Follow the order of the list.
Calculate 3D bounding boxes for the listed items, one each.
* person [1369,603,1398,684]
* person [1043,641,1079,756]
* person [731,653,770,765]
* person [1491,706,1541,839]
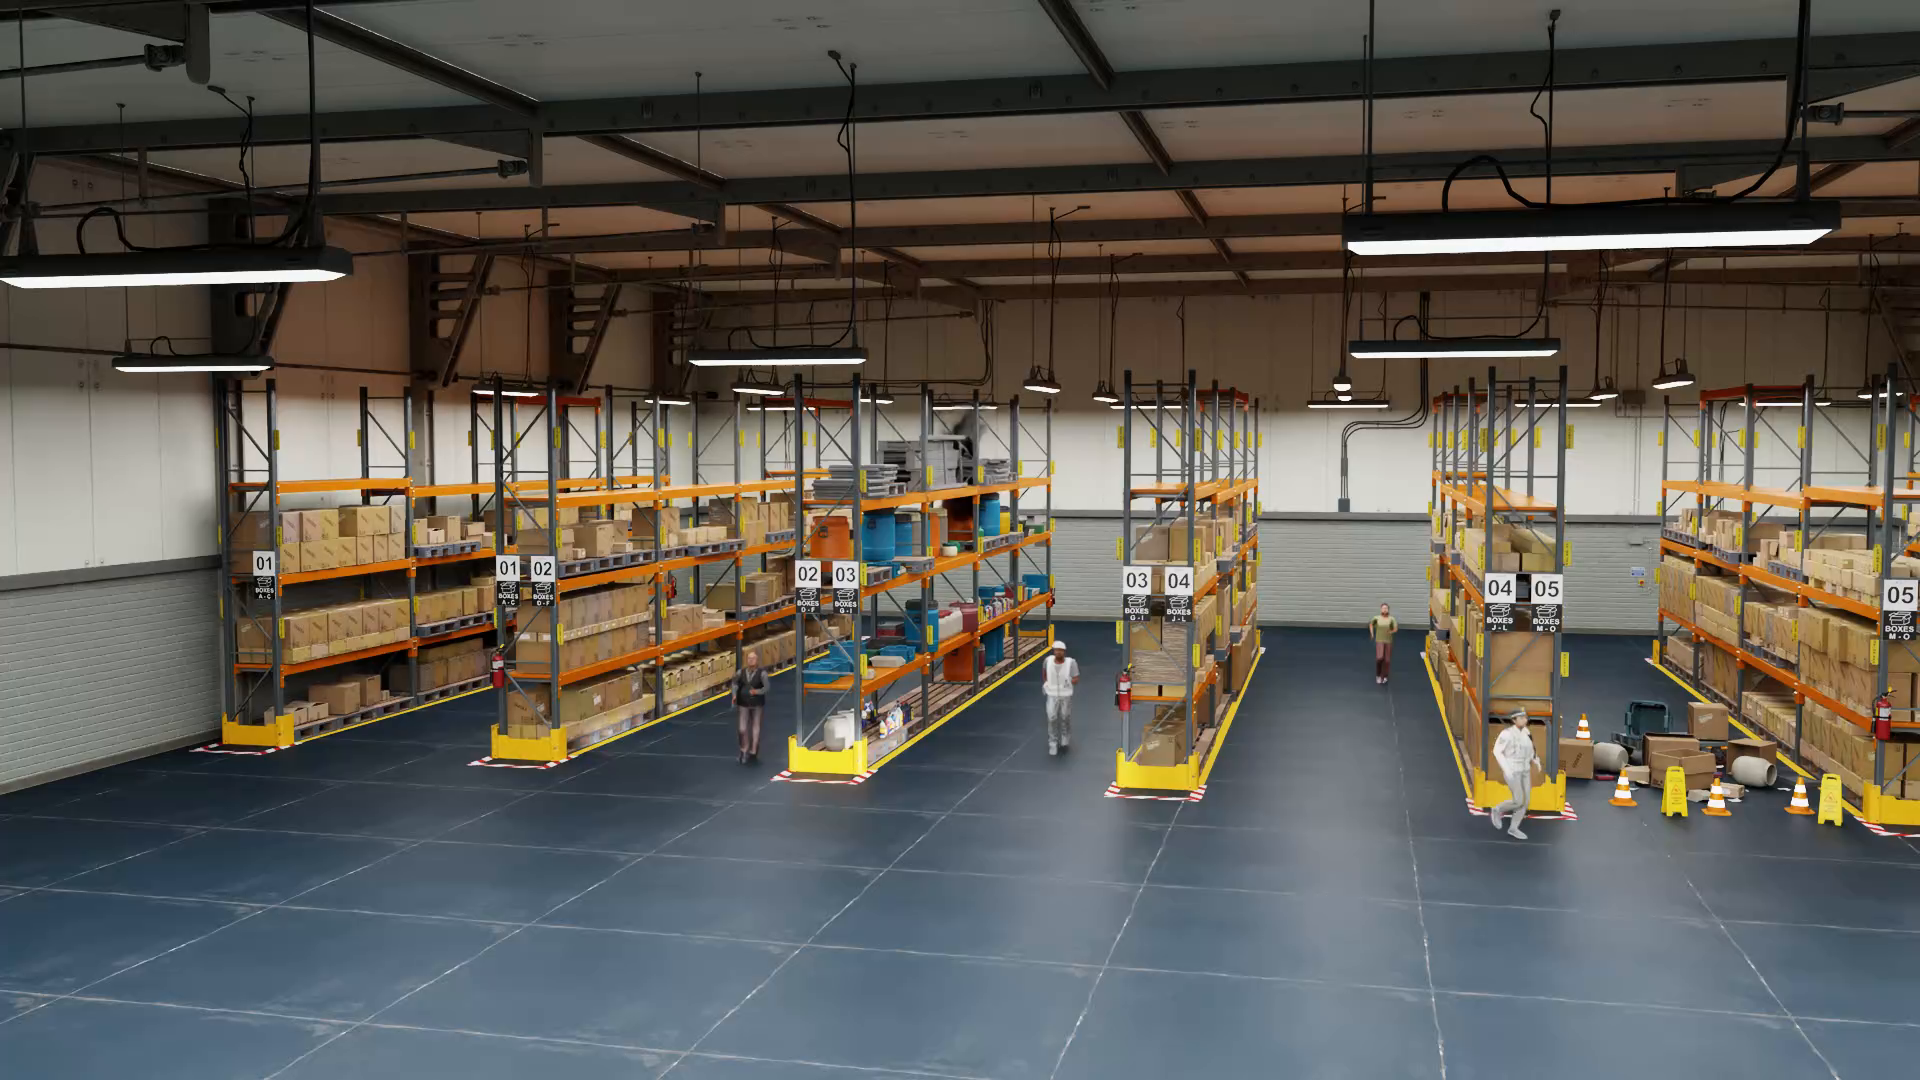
[{"bbox_3d":[8.684,2.122,34.067,0.550,1.666,0.668,1,3,10],"label":"person"},{"bbox_3d":[1.616,2.519,26.717,0.599,1.828,0.918,0,3,6],"label":"person"},{"bbox_3d":[-3.252,2.612,25.745,0.631,1.722,0.626,0,3,-3],"label":"person"},{"bbox_3d":[7.030,2.917,21.031,0.638,1.669,0.547,-2,4,-29],"label":"person"}]
